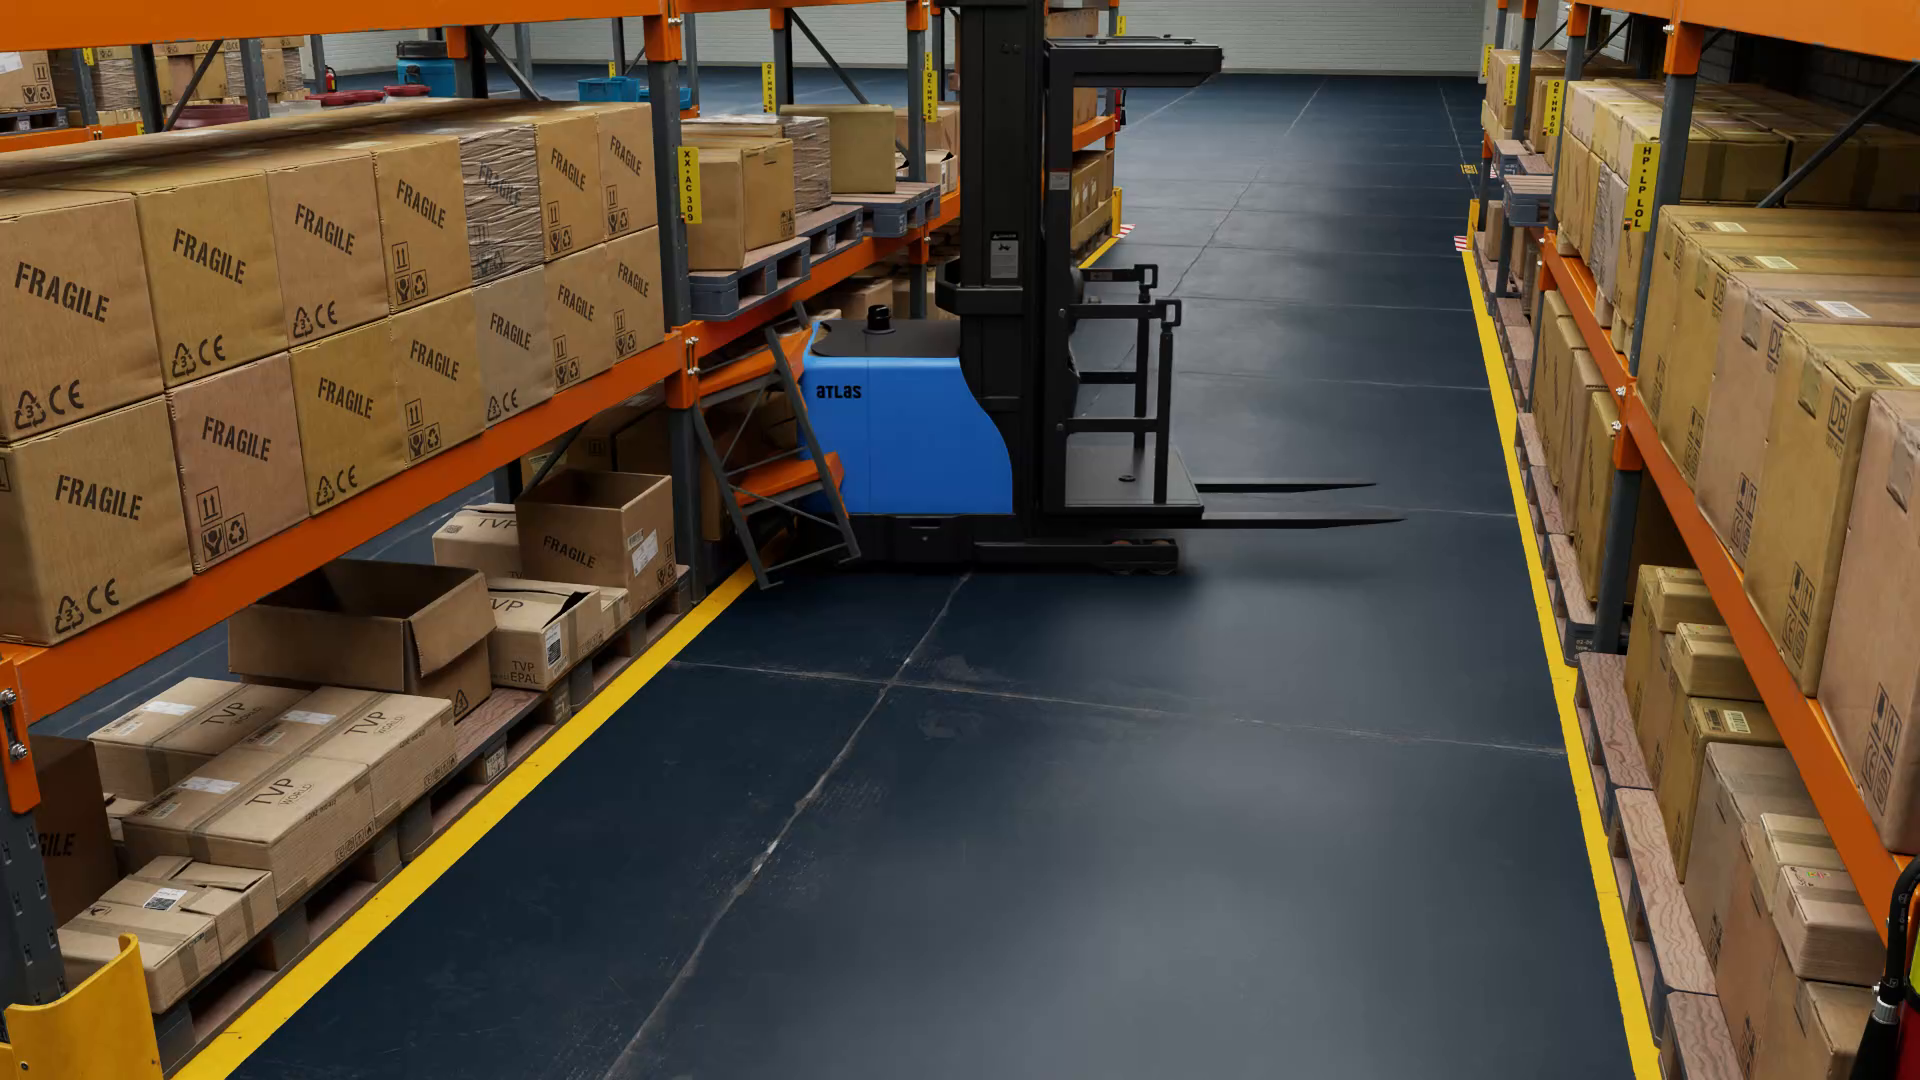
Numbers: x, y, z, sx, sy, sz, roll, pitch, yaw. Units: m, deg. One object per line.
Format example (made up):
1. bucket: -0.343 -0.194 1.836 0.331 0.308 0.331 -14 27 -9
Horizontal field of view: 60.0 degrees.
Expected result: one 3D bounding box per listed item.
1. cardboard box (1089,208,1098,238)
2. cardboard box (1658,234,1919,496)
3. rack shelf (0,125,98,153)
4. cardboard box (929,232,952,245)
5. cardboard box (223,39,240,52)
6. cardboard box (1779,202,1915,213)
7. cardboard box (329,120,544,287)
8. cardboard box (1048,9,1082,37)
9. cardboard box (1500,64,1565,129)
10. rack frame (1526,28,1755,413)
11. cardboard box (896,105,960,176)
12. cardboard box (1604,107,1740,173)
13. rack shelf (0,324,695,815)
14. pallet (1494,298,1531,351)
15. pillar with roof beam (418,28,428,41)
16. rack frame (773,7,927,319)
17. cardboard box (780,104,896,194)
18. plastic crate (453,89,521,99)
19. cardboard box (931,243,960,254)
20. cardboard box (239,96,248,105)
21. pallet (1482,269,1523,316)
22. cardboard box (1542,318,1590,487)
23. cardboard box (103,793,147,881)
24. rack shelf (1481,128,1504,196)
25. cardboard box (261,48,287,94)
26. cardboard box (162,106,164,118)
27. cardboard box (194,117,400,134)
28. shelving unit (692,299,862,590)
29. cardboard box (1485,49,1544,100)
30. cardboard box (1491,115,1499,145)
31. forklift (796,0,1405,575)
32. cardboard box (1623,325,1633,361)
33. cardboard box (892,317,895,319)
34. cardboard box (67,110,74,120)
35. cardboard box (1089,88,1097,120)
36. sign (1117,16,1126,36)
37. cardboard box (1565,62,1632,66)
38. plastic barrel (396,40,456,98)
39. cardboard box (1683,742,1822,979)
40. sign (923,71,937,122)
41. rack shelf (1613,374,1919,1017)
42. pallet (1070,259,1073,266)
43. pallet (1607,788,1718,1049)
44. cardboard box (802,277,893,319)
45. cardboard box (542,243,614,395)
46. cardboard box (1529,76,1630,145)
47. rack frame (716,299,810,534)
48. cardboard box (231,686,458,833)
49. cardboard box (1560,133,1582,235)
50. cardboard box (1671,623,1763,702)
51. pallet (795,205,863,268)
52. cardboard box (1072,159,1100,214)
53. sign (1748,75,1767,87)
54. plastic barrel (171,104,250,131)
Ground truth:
1. cardboard box: 1.154 -3.320 17.372 0.500 0.250 0.500 5 19 13
2. cardboard box: 2.770 -0.522 5.112 0.980 0.700 0.700 4 19 12
3. rack shelf: -9.842 -3.491 15.381 1.077 0.370 4.000 5 19 13
4. cardboard box: -0.343 -2.409 13.837 0.500 0.311 0.500 4 19 12
5. cardboard box: -8.512 -5.868 19.064 0.500 0.500 0.500 5 19 13
6. cardboard box: 3.458 -1.099 6.619 0.500 0.500 0.500 4 19 12
7. cardboard box: -1.821 -1.190 5.830 0.500 0.500 0.500 5 19 14
8. cardboard box: 0.844 -5.105 16.830 0.700 0.500 0.500 5 19 14
9. cardboard box: 4.872 -3.751 14.069 0.500 0.500 0.500 5 19 13
10. rack frame: 4.079 -2.031 9.994 1.000 3.000 0.127 5 19 13
11. cardboard box: -0.203 -3.161 13.146 0.500 0.500 0.500 5 19 13
12. cardboard box: 3.227 -1.816 7.557 0.500 0.250 0.500 5 19 14
13. rack shelf: -2.192 -0.200 5.746 1.077 0.370 4.000 5 19 13
14. pallet: 4.867 -1.721 13.400 1.003 0.211 1.213 5 19 13
15. pillar with roof beam: -12.340 -18.641 49.340 9.100 9.000 0.400 5 19 13
16. rack frame: -0.726 -2.421 11.135 1.000 3.000 0.127 5 19 13
17. cardboard box: -0.770 -2.461 10.448 0.700 0.500 0.500 -2 19 -5
18. plastic crate: -4.372 -3.922 15.429 0.402 0.464 0.583 5 19 13
19. cardboard box: 0.059 -2.211 13.257 0.500 0.311 0.500 4 19 13
20. cardboard box: -8.535 -5.095 19.351 0.380 0.149 0.250 5 19 13
21. pallet: 5.186 -2.179 14.739 1.003 0.211 1.213 5 19 13
22. cardboard box: 3.552 -0.718 8.826 0.750 0.750 0.750 5 19 13
23. cardboard box: -2.600 0.909 5.088 0.380 0.166 0.250 5 19 13
24. rack shelf: 5.545 -3.571 15.616 1.077 0.370 4.000 5 19 13
25. cardboard box: -8.543 -5.564 19.721 0.875 0.500 0.500 5 19 13
26. cardboard box: -8.849 -4.620 17.962 0.380 0.149 0.250 5 19 13
27. cardboard box: -2.343 -1.240 5.975 0.500 0.500 0.500 4 19 12
28. shelving unit: -0.869 -0.494 8.106 0.538 1.125 1.048 -19 14 6
29. cardboard box: 5.625 -4.706 16.866 0.500 0.500 0.500 5 19 13
30. cardboard box: 5.116 -3.710 15.110 0.500 0.250 0.500 5 19 13
31. forklift: 0.709 -1.387 8.214 3.031 2.935 1.130 0 19 0
32. cardboard box: 2.910 -0.796 6.736 0.380 0.149 0.250 5 19 14
33. cardboard box: -0.726 -1.135 10.556 0.500 0.500 0.500 5 20 16
34. cardboard box: -9.516 -4.508 17.633 0.380 0.149 0.250 5 19 13
35. cardboard box: 1.103 -4.831 18.035 0.700 0.500 0.500 5 19 13
36. sign: 1.752 -5.541 18.113 0.100 0.325 0.005 5 19 13
37. cardboard box: 5.504 -3.871 14.421 0.500 0.500 0.500 5 19 13
38. plastic barrel: -4.939 -4.207 15.589 0.600 0.901 0.708 5 19 13
39. cardboard box: 2.443 0.919 4.575 0.700 0.500 0.500 4 19 12
40. sign: -0.197 -2.892 10.844 0.100 0.325 0.005 5 19 13
41. rack shelf: 2.613 0.190 4.604 1.077 0.370 4.000 5 19 13
42. pallet: 0.487 -2.601 15.977 1.003 0.211 1.213 5 19 13
43. pallet: 2.544 1.158 4.971 1.003 0.211 1.213 5 19 13
44. cardboard box: -0.736 -1.472 10.382 0.500 0.250 0.500 5 20 15
45. cardboard box: -1.701 -0.876 6.457 0.500 0.500 0.500 5 20 15
46. cardboard box: 4.899 -3.384 13.118 0.700 0.500 0.500 5 19 14
47. rack frame: -0.856 -0.628 8.596 0.500 1.125 0.032 -19 14 6
48. cardboard box: -2.028 0.718 5.519 0.500 0.250 0.500 5 19 13
49. cardboard box: 3.575 -1.933 9.061 0.500 0.500 0.500 5 20 15
50. cardboard box: 2.432 0.383 5.141 0.380 0.149 0.250 4 19 12
51. pallet: -1.196 -1.720 9.381 1.003 0.211 1.213 5 19 13
52. cardboard box: 1.156 -3.675 17.250 0.500 0.500 0.500 5 19 13
53. sign: 4.618 -2.536 9.681 0.100 0.325 0.005 5 19 13
54. plastic barrel: -5.708 -3.047 12.758 0.600 0.536 0.708 5 19 13
